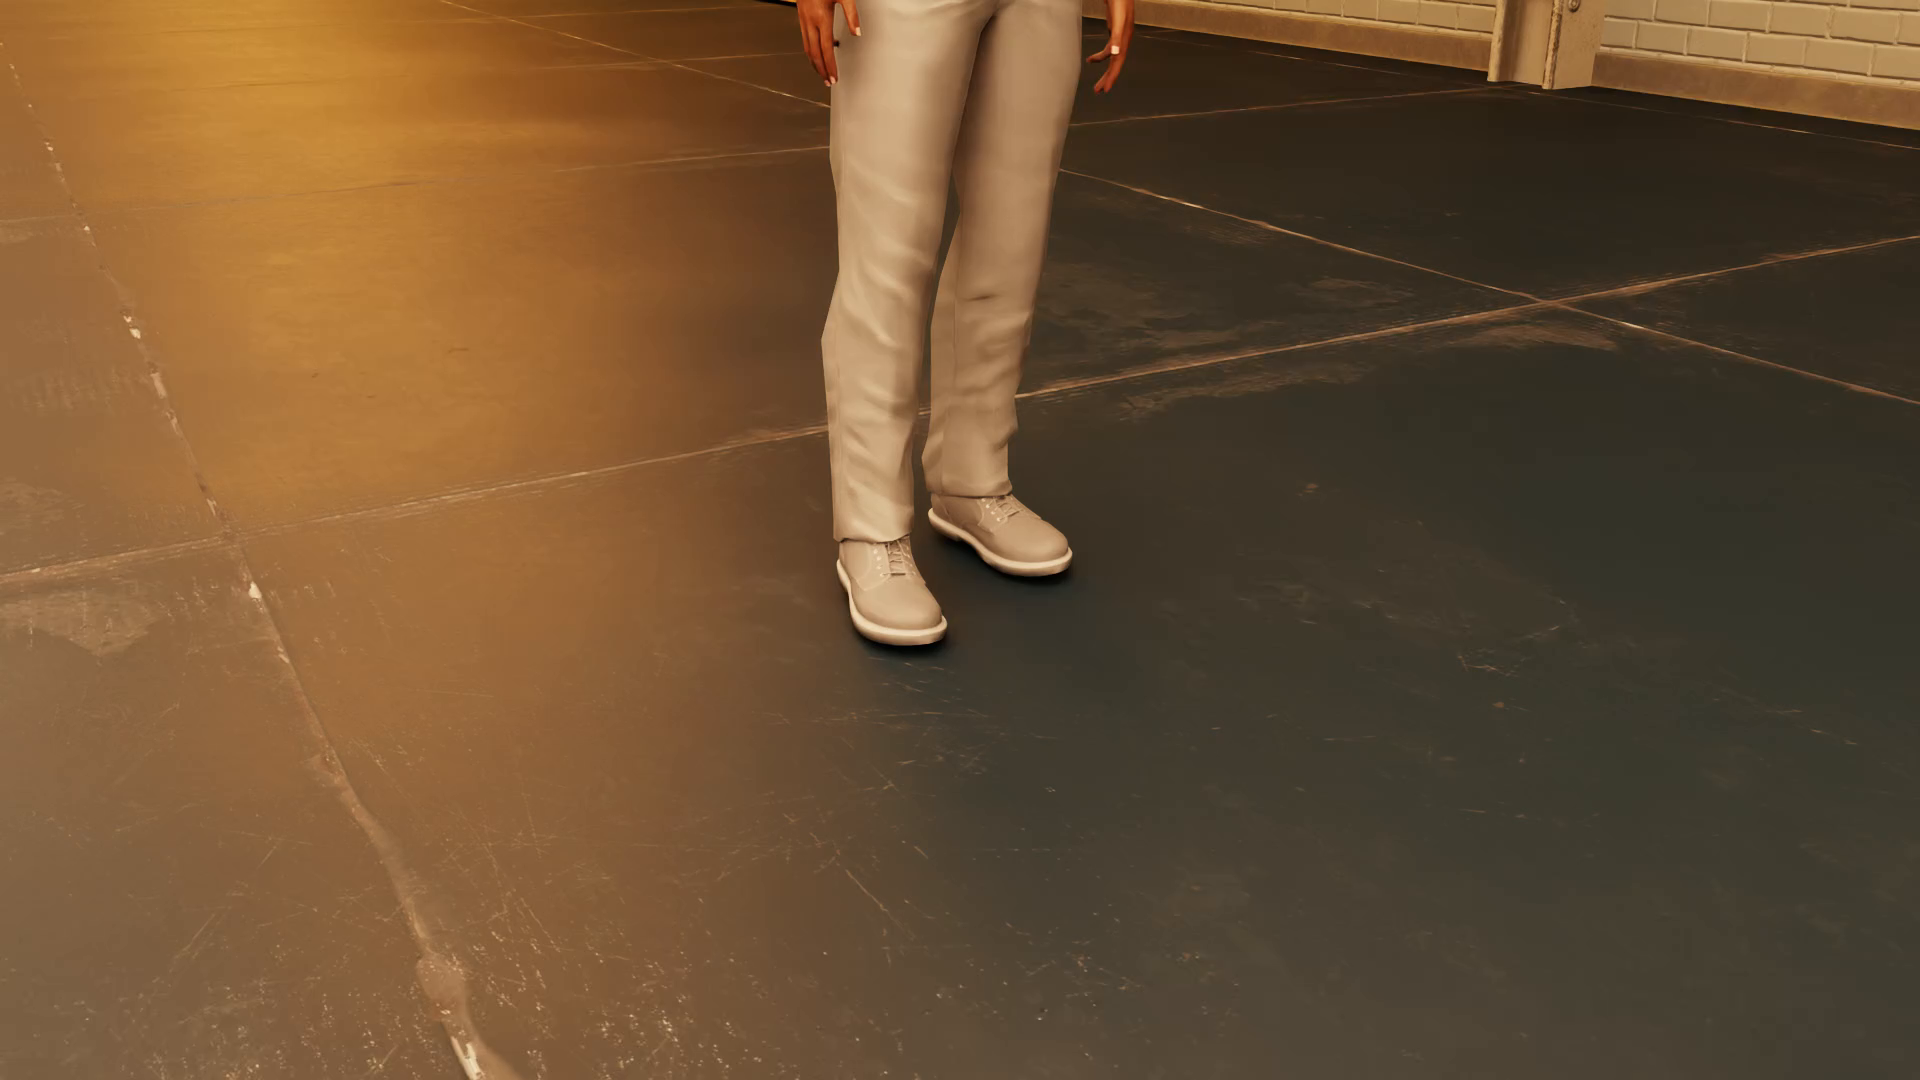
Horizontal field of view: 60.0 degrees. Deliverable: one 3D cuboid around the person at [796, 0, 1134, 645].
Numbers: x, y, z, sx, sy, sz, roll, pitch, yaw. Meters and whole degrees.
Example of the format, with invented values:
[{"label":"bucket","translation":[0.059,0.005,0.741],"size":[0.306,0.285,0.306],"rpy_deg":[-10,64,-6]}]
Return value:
[{"label":"person","translation":[0.020,-0.762,2.241],"size":[0.569,1.695,0.530],"rpy_deg":[-12,25,-28]}]
